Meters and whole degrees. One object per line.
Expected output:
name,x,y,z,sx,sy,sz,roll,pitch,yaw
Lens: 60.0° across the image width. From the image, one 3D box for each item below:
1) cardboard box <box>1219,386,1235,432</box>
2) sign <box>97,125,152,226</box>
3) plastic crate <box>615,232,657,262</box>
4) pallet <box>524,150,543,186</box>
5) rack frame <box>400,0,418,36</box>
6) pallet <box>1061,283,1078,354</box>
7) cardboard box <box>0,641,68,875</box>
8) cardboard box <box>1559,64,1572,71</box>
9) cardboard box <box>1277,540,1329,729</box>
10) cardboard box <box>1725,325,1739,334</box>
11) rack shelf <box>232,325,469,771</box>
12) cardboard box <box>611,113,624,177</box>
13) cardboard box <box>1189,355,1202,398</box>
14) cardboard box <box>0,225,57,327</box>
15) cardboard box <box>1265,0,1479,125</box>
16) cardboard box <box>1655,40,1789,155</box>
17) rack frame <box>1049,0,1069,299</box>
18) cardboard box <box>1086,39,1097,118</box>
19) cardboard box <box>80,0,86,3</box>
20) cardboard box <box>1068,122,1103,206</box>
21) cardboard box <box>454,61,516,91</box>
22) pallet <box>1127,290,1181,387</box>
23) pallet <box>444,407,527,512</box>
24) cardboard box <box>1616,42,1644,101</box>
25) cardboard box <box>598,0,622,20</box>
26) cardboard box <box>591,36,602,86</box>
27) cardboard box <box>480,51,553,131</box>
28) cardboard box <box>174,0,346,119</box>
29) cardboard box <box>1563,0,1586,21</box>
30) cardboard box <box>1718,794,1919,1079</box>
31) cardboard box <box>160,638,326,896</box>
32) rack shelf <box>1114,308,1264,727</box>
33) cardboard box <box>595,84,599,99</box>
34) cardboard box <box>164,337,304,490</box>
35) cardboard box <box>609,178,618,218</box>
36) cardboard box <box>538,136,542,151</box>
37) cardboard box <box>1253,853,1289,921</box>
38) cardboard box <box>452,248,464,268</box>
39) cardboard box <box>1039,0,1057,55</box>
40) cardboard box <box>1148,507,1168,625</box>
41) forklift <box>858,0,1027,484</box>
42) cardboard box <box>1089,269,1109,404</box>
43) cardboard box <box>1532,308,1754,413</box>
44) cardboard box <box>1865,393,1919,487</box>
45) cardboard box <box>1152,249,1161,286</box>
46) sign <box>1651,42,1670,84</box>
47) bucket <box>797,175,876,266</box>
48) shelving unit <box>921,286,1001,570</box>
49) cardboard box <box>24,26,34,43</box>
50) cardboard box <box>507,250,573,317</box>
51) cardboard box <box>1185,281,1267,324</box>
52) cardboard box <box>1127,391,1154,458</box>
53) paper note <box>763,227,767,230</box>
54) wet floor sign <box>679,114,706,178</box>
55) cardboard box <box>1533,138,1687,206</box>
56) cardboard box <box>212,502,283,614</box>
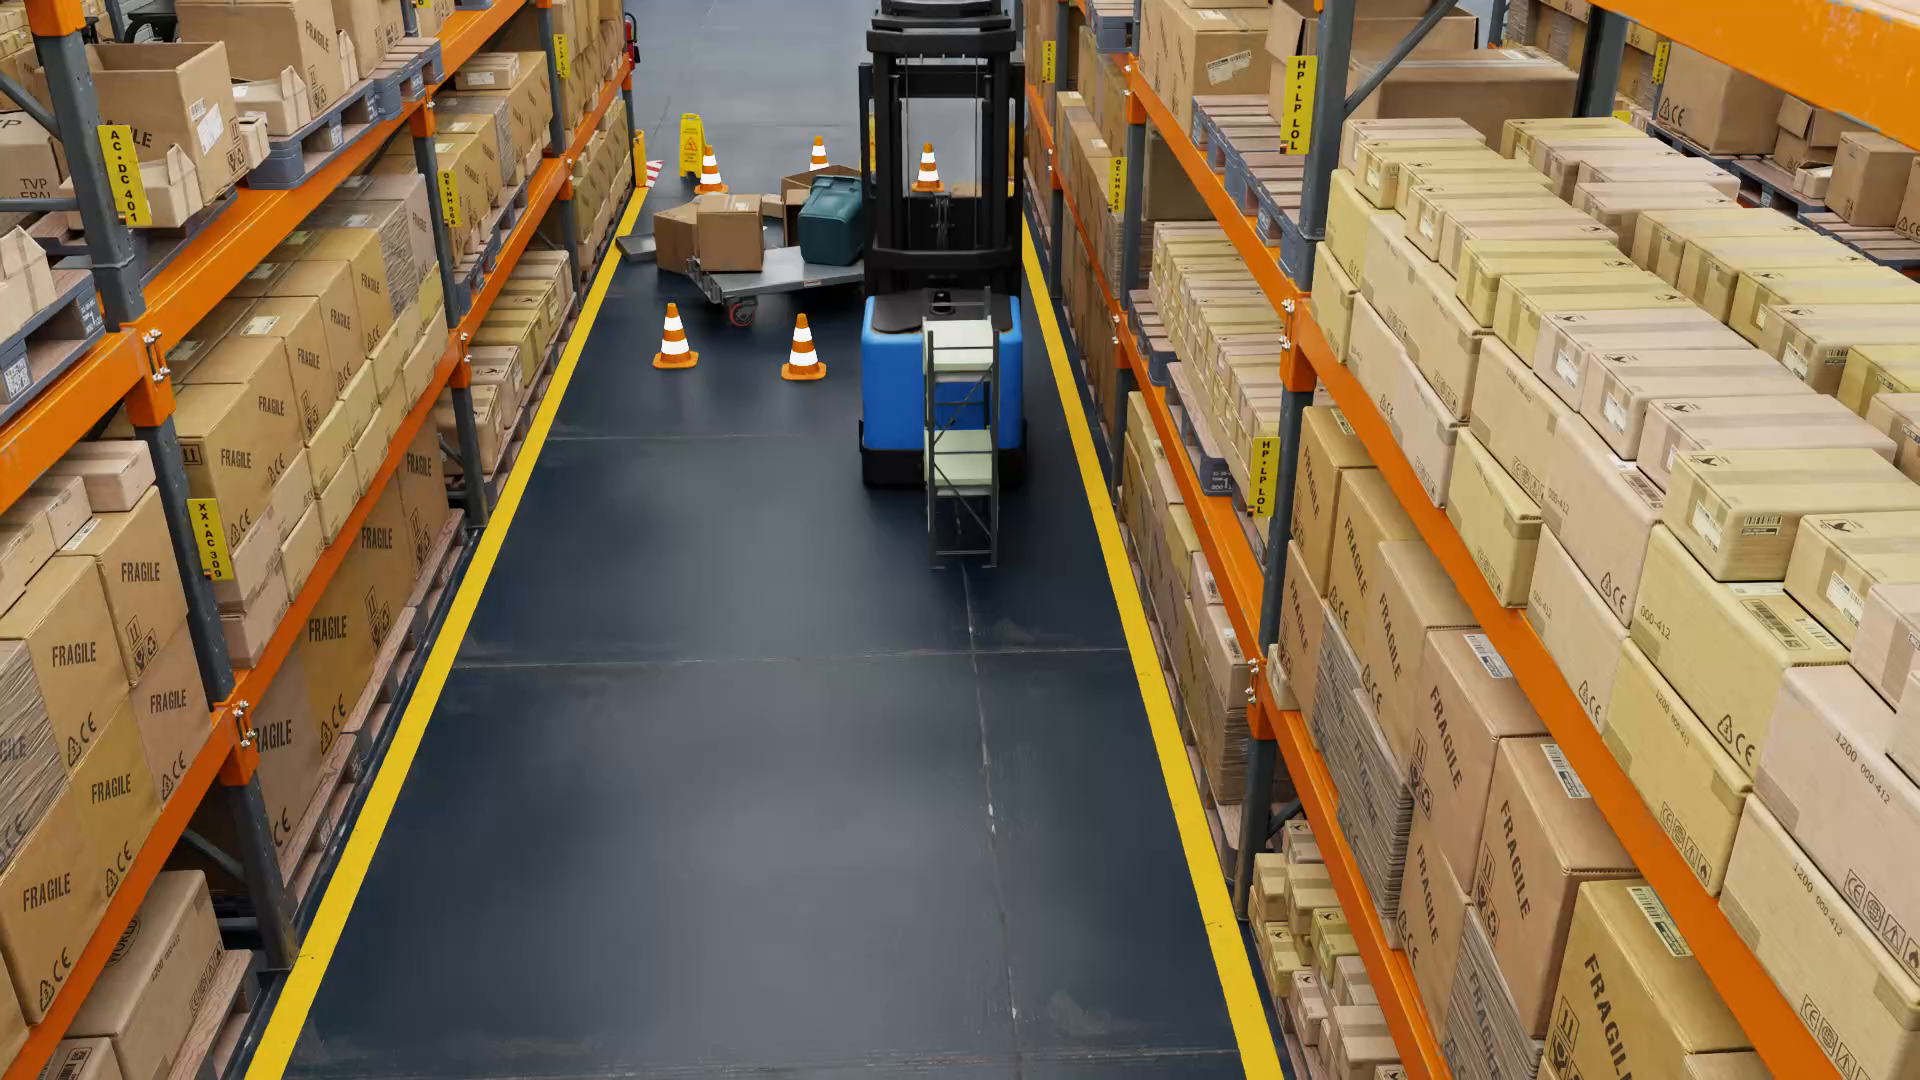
cardboard box,1.411,-0.602,7.657,0.380,0.149,0.250,-3,28,-5
sign,-2.698,-1.176,5.373,0.100,0.325,0.005,-1,28,-3
plastic crate,-2.933,-2.712,15.364,0.402,0.080,0.583,-11,30,-20
pallet,-3.776,-2.821,12.622,1.003,0.211,1.213,-1,28,-3
rack frame,-3.461,-4.075,8.332,1.000,3.000,0.127,-1,28,-3
pallet,1.383,-1.837,13.545,1.003,0.211,1.213,-1,28,-3
cardboard box,-2.898,0.625,4.618,0.500,0.500,0.500,-1,28,-2
cardboard box,5.776,-4.405,15.724,0.380,0.149,0.250,-1,28,-3
cardboard box,1.460,0.325,5.954,0.500,0.500,0.500,-2,28,-4
cardboard box,2.011,-0.531,4.402,0.500,0.250,0.500,0,28,-1
rack shelf,-3.357,-0.172,8.115,1.077,0.370,4.000,-1,28,-3
cardboard box,-3.546,-3.804,16.009,0.500,0.500,0.500,0,28,-1
cardboard box,1.370,-0.832,8.419,0.380,0.149,0.250,-1,28,-2
cardboard box,-2.900,-0.781,4.844,0.396,0.266,0.258,-1,28,-1
cardboard box,1.736,-2.012,7.055,0.797,0.503,0.637,-2,28,-3
cardboard box,6.128,-3.583,12.774,1.000,1.000,1.000,-1,28,-2
rack frame,1.268,-3.428,13.580,1.000,3.000,0.127,-1,28,-3
cardboard box,1.328,-3.449,12.430,0.700,0.500,0.500,-2,28,-3
cardboard box,-8.563,-5.178,15.803,0.380,0.149,0.250,-1,28,-3
cardboard box,1.077,-2.759,12.188,0.500,0.500,0.500,-2,28,-3
cardboard box,-3.334,-3.260,11.672,0.380,0.149,0.250,-3,28,-5
pallet,1.620,-1.169,9.456,1.213,0.211,1.003,-1,28,-3
pallet,-3.501,-0.539,11.056,1.003,0.211,1.213,-1,28,-3
cardboard box,6.273,-4.119,14.473,0.875,0.500,0.500,-1,28,-3
cardboard box,-3.486,-5.031,15.142,0.700,0.500,0.500,-2,28,-3
cardboard box,-3.524,-4.345,14.907,0.500,0.500,0.500,-1,28,-2
cardboard box,-3.417,-3.417,12.673,0.500,0.500,0.500,-2,28,-4
cardboard box,-3.080,-2.168,7.358,0.500,0.500,0.500,-1,28,-2
cardboard box,5.853,-5.015,15.111,0.500,0.500,0.500,-1,28,-3
cardboard box,1.606,0.646,2.686,0.500,0.250,0.500,-2,28,-4
cardboard box,-3.365,0.904,7.117,0.875,0.875,0.875,-1,28,-1
rack shelf,1.581,-0.338,8.433,1.077,0.370,4.000,-1,28,-3
cardboard box,-3.465,-4.011,14.968,0.380,0.149,0.250,-1,28,-3
cardboard box,-3.043,-0.500,6.775,0.500,0.500,0.500,-2,28,-3
cardboard box,-3.516,-3.229,15.716,0.500,0.250,0.500,-2,28,-4
cardboard box,-3.372,-2.984,12.545,0.380,0.149,0.250,-2,28,-4
cardboard box,1.385,1.387,6.654,0.380,0.149,0.250,0,28,0
cardboard box,-3.274,-1.776,10.228,0.380,0.149,0.250,-3,28,-6
cardboard box,1.138,-4.396,14.105,0.875,0.550,0.550,-1,28,-3
cardboard box,1.320,0.143,8.981,0.500,0.500,0.500,-2,28,-4
forklift,-0.119,-2.302,11.494,1.130,2.935,3.031,0,28,0
cardboard box,1.486,-1.457,11.778,1.050,0.750,0.750,-1,28,-2
cardboard box,1.525,-0.406,3.732,0.380,0.149,0.250,-2,28,-4
cardboard box,2.037,-0.178,3.294,0.380,0.149,0.250,-1,28,-1
cardboard box,1.301,-1.560,9.493,0.380,0.149,0.250,0,28,0
sign,5.685,-3.869,13.488,0.100,0.325,0.005,-1,28,-3
bucket,-1.042,-2.658,13.999,0.726,0.611,0.620,8,39,15
shelving unit,0.000,-0.668,9.909,0.431,1.500,0.755,-1,28,-3
cardboard box,-8.447,-4.575,14.968,0.380,0.149,0.250,-1,28,-2
cardboard box,-3.640,-2.041,13.307,0.950,0.372,0.625,-1,28,-2
cardboard box,1.362,-1.217,8.514,0.380,0.149,0.250,0,28,0
cardboard box,1.271,-0.667,9.724,0.500,0.250,0.500,-3,28,-5
paper note,-1.947,-3.003,15.988,0.148,0.019,0.142,8,29,15
wet floor sign,-2.821,-4.179,17.565,0.267,0.644,0.232,8,29,15
cardboard box,1.999,-1.136,5.131,0.380,0.149,0.250,-1,28,-1
cardboard box,-2.994,0.067,6.499,0.500,0.250,0.500,-2,28,-4
